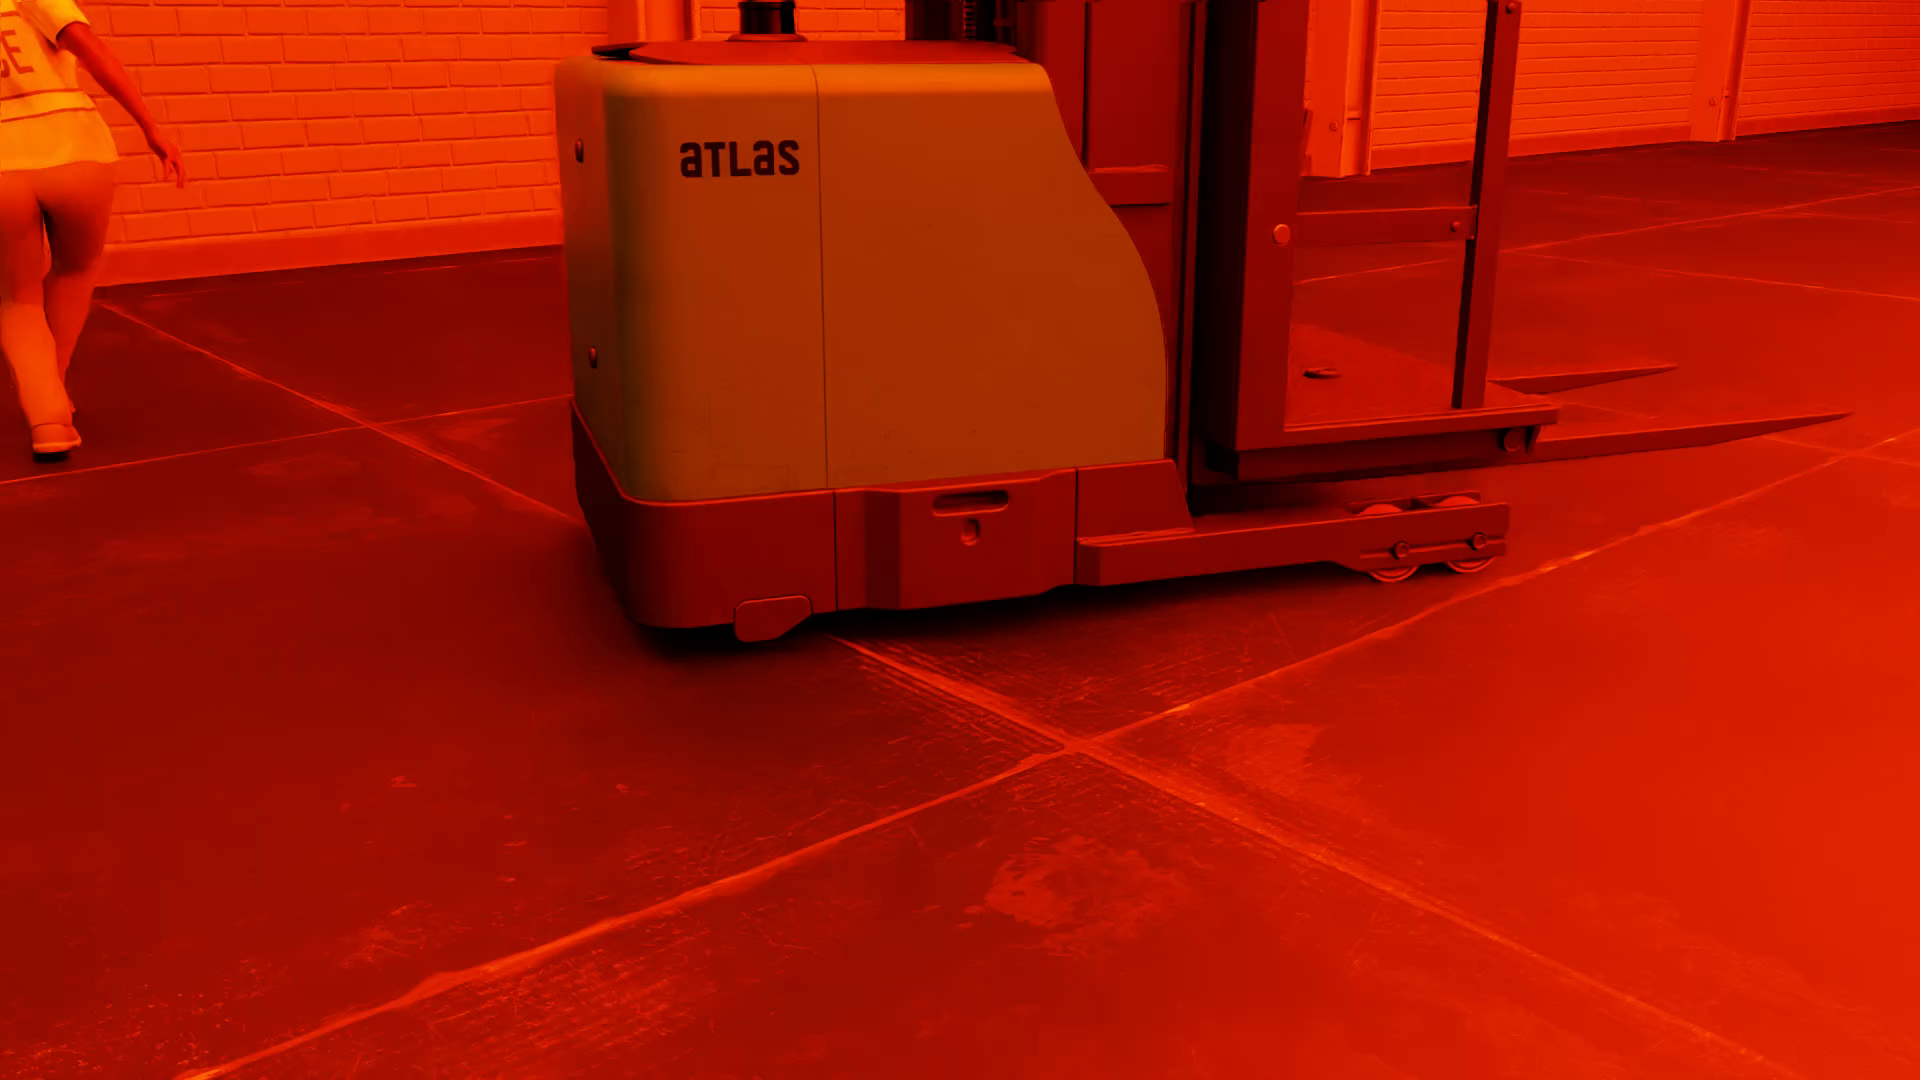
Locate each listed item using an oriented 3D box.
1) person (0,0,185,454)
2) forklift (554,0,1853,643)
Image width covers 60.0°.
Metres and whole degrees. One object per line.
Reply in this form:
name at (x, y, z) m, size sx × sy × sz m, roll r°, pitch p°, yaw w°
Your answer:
person at (-2.508, -1.046, 4.651) m, size 0.693 × 1.534 × 0.763 m, roll -5°, pitch 18°, yaw -17°
forklift at (0.671, -1.451, 3.576) m, size 3.031 × 2.935 × 1.130 m, roll -6°, pitch 18°, yaw -18°
